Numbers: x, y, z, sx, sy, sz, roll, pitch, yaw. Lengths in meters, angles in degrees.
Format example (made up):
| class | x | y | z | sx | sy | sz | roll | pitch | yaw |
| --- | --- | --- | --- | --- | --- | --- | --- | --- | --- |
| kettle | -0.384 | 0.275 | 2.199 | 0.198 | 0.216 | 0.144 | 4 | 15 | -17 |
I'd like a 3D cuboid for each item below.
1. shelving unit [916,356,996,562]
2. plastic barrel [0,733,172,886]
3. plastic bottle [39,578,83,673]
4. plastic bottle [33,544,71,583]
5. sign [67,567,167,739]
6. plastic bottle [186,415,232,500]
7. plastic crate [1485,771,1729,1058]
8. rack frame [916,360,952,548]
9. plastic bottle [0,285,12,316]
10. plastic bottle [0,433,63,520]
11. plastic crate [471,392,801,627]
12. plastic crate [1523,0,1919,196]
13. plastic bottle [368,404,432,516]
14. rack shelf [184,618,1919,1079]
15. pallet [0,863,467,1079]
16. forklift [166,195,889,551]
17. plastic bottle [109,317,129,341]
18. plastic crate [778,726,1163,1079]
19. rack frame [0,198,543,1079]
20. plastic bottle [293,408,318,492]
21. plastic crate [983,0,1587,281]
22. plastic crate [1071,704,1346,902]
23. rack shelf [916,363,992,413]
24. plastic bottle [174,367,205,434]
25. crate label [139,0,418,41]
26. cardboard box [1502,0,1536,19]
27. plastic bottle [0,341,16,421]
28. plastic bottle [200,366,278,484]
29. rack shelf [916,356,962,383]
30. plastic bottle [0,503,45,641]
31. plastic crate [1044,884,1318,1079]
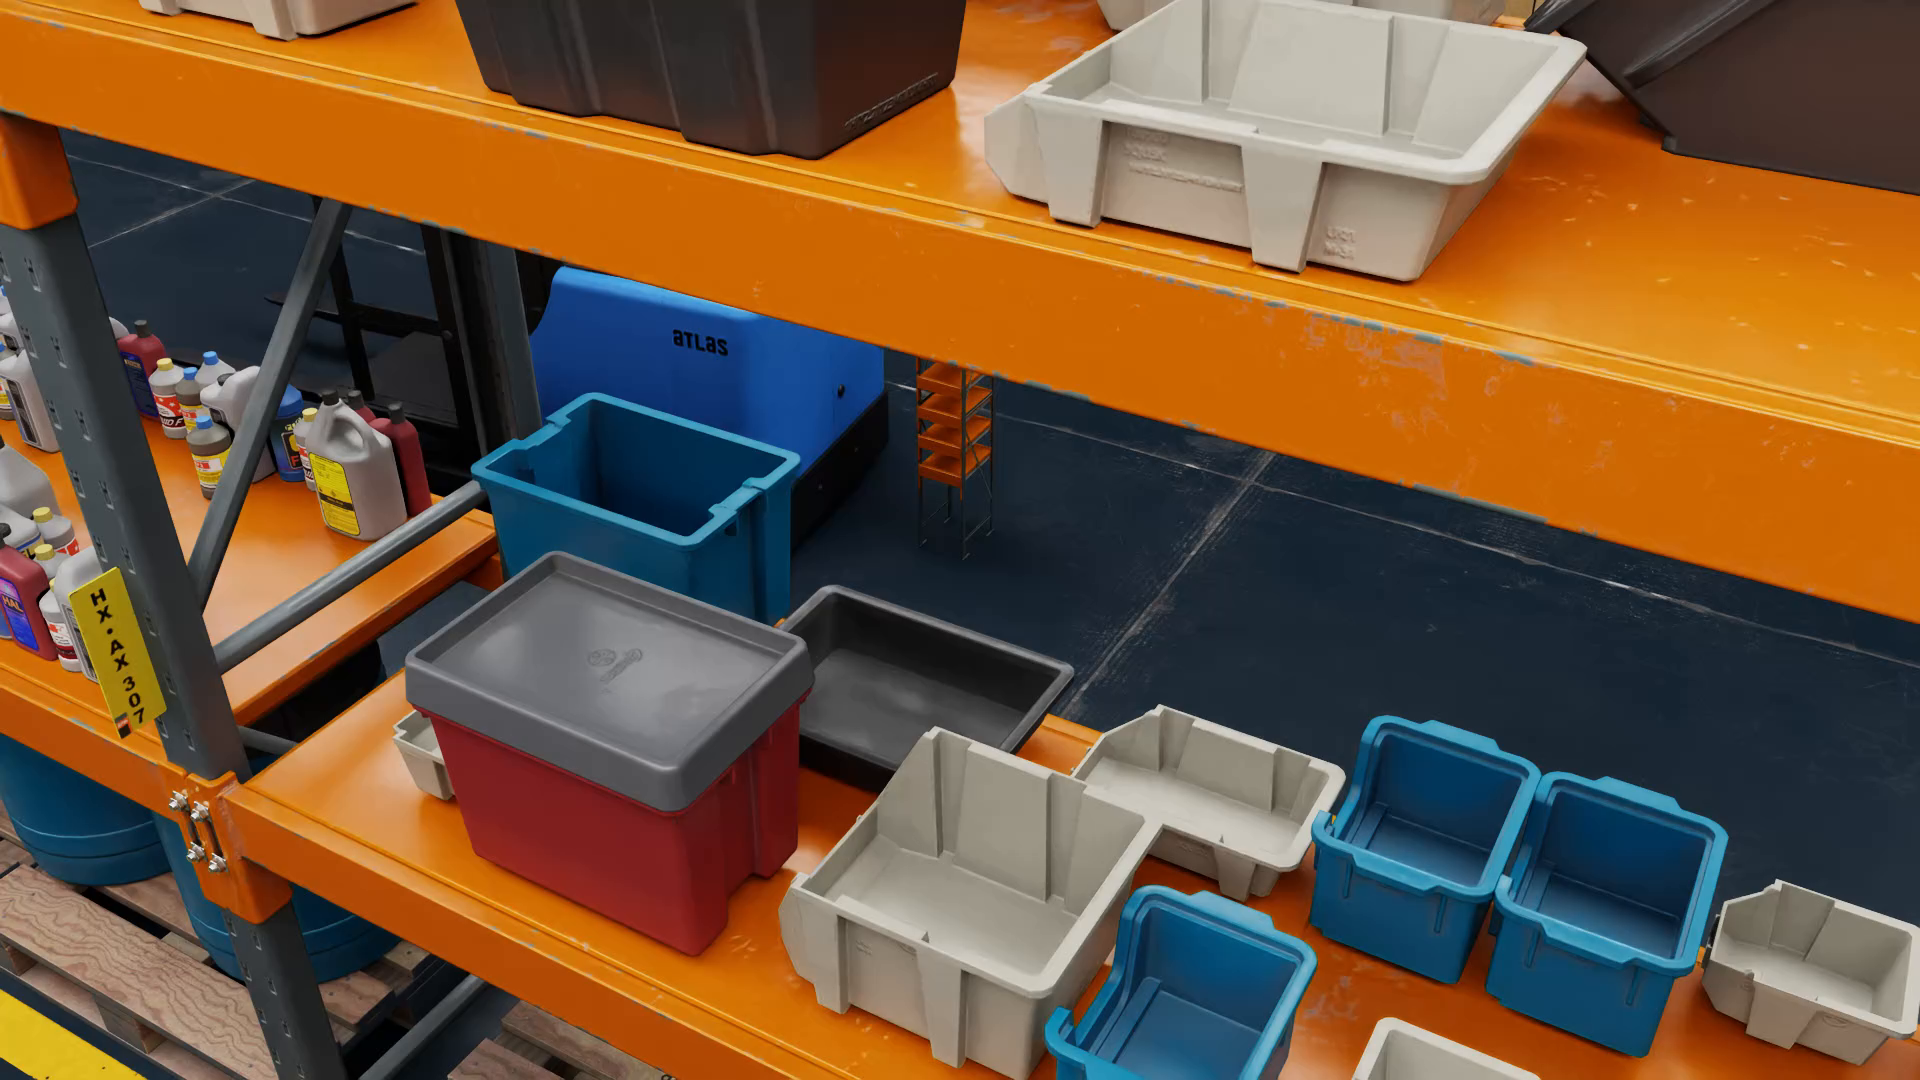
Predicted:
| class | x | y | z | sx | sy | sz | roll | pitch | yaw |
| --- | --- | --- | --- | --- | --- | --- | --- | --- | --- |
| shelving unit | -0.013 | -0.503 | 5.923 | 0.189 | 1.200 | 0.258 | 18 | 37 | 24 |
| plastic barrel | -2.313 | 0.403 | 4.453 | 0.708 | 0.901 | 0.600 | 18 | 37 | 24 |
| plastic bottle | -1.852 | 0.168 | 3.470 | 0.097 | 0.201 | 0.097 | 0 | 34 | 0 |
| plastic bottle | -1.937 | 0.102 | 3.570 | 0.097 | 0.201 | 0.097 | 0 | 34 | 0 |
| sign | -1.509 | 0.206 | 2.985 | 0.005 | 0.325 | 0.100 | 18 | 37 | 24 |
| plastic bottle | -1.811 | -0.206 | 4.033 | 0.097 | 0.201 | 0.097 | 0 | 34 | 0 |
| plastic crate | 1.044 | 0.613 | 2.720 | 0.300 | 0.233 | 0.416 | 18 | 37 | 24 |
| rack frame | -0.092 | -0.529 | 5.961 | 0.006 | 1.200 | 0.240 | 18 | 37 | 24 |
| plastic bottle | -2.540 | -0.564 | 4.506 | 0.097 | 0.271 | 0.097 | 0 | 34 | 0 |
| plastic bottle | -2.124 | -0.087 | 3.719 | 0.185 | 0.351 | 0.144 | 18 | 37 | 24 |
| plastic crate | -0.660 | 0.003 | 3.500 | 0.575 | 0.384 | 0.392 | 18 | 37 | 24 |
| plastic crate | 1.048 | -0.618 | 1.822 | 0.767 | 0.338 | 0.504 | 18 | 37 | 24 |
| plastic bottle | -1.341 | -0.201 | 3.950 | 0.133 | 0.283 | 0.061 | 18 | 37 | 24 |
| rack shelf | 0.502 | 0.906 | 2.832 | 4.000 | 0.370 | 1.077 | 18 | 37 | 24 |
| pallet | -1.884 | 0.985 | 4.580 | 1.213 | 0.211 | 1.003 | 18 | 37 | 24 |
| forklift | -1.851 | -1.658 | 6.096 | 3.031 | 2.935 | 1.130 | 13 | 36 | 19 |
| plastic bottle | -2.251 | -0.457 | 4.341 | 0.135 | 0.276 | 0.152 | 18 | 37 | 24 |
| plastic crate | 0.000 | 0.590 | 2.711 | 0.530 | 0.282 | 0.437 | 18 | 37 | 24 |
| rack frame | -1.235 | 0.057 | 3.458 | 0.127 | 3.000 | 1.000 | 18 | 37 | 24 |
| plastic bottle | -1.566 | -0.226 | 4.062 | 0.097 | 0.201 | 0.097 | 0 | 34 | 0 |
| plastic crate | 0.321 | -0.431 | 1.722 | 0.530 | 0.136 | 0.437 | 18 | 37 | 24 |
| plastic crate | 0.426 | 0.476 | 3.013 | 0.466 | 0.136 | 0.293 | 18 | 37 | 24 |
| rack shelf | -0.013 | -0.566 | 5.882 | 0.180 | 0.103 | 0.258 | 18 | 37 | 24 |
| plastic bottle | -1.937 | -0.343 | 4.239 | 0.097 | 0.201 | 0.097 | 0 | 34 | 0 |
| crate label | -0.953 | -0.808 | 2.289 | 0.466 | 0.136 | 0.293 | 18 | 37 | 24 |
| cardboard box | 1.980 | -1.957 | 6.392 | 0.500 | 0.500 | 0.500 | 18 | 38 | 25 |
| plastic bottle | -2.498 | -0.424 | 4.360 | 0.097 | 0.201 | 0.097 | 0 | 34 | 0 |
| plastic bottle | -1.765 | -0.303 | 4.110 | 0.135 | 0.276 | 0.152 | 18 | 37 | 24 |
| rack shelf | -0.013 | -0.666 | 5.815 | 0.180 | 0.103 | 0.258 | 18 | 37 | 24 |
| plastic bottle | -2.054 | 0.055 | 3.573 | 0.135 | 0.276 | 0.152 | 18 | 37 | 24 |
| plastic crate | 0.328 | 0.760 | 2.499 | 0.300 | 0.233 | 0.416 | 18 | 37 | 24 |
